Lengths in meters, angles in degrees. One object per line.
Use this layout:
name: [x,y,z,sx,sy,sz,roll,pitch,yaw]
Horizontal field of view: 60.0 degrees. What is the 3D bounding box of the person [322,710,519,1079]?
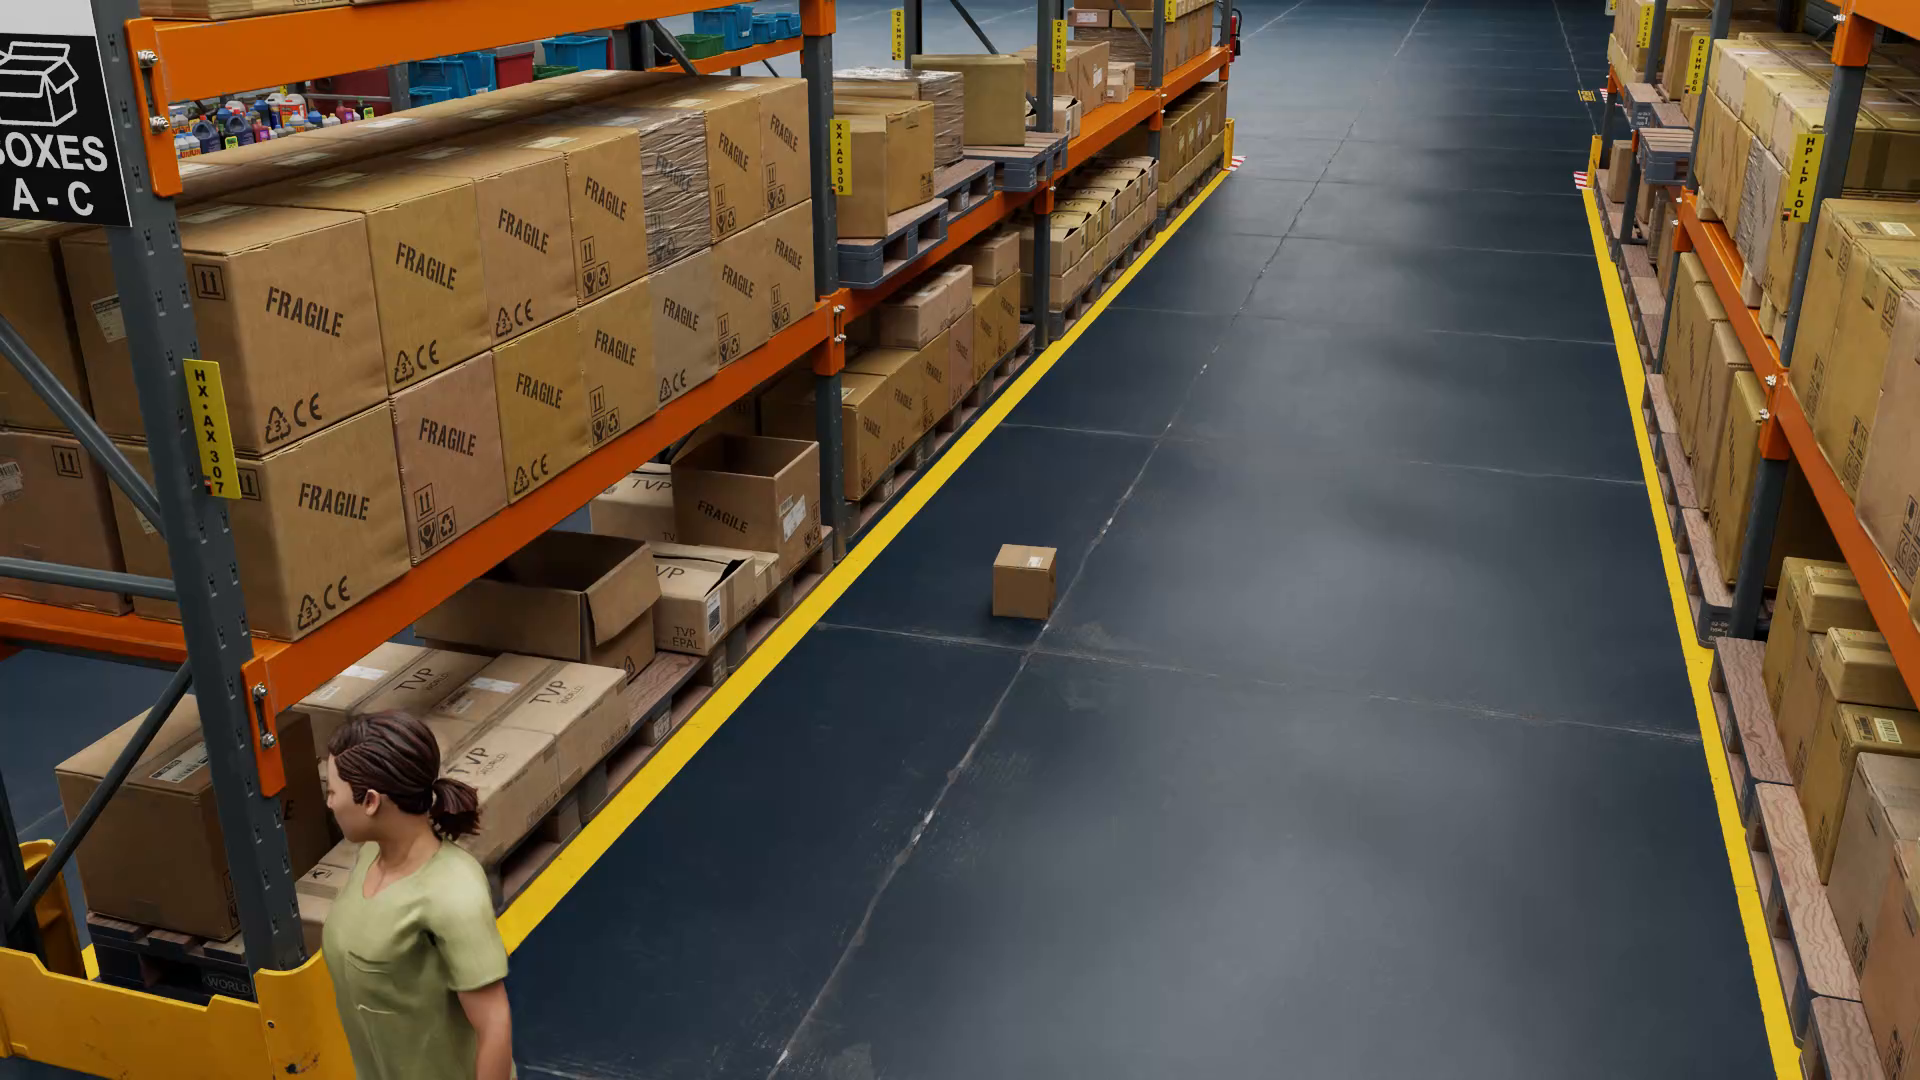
person: [-1.003,1.112,3.347,0.528,1.633,0.893,19,29,39]
